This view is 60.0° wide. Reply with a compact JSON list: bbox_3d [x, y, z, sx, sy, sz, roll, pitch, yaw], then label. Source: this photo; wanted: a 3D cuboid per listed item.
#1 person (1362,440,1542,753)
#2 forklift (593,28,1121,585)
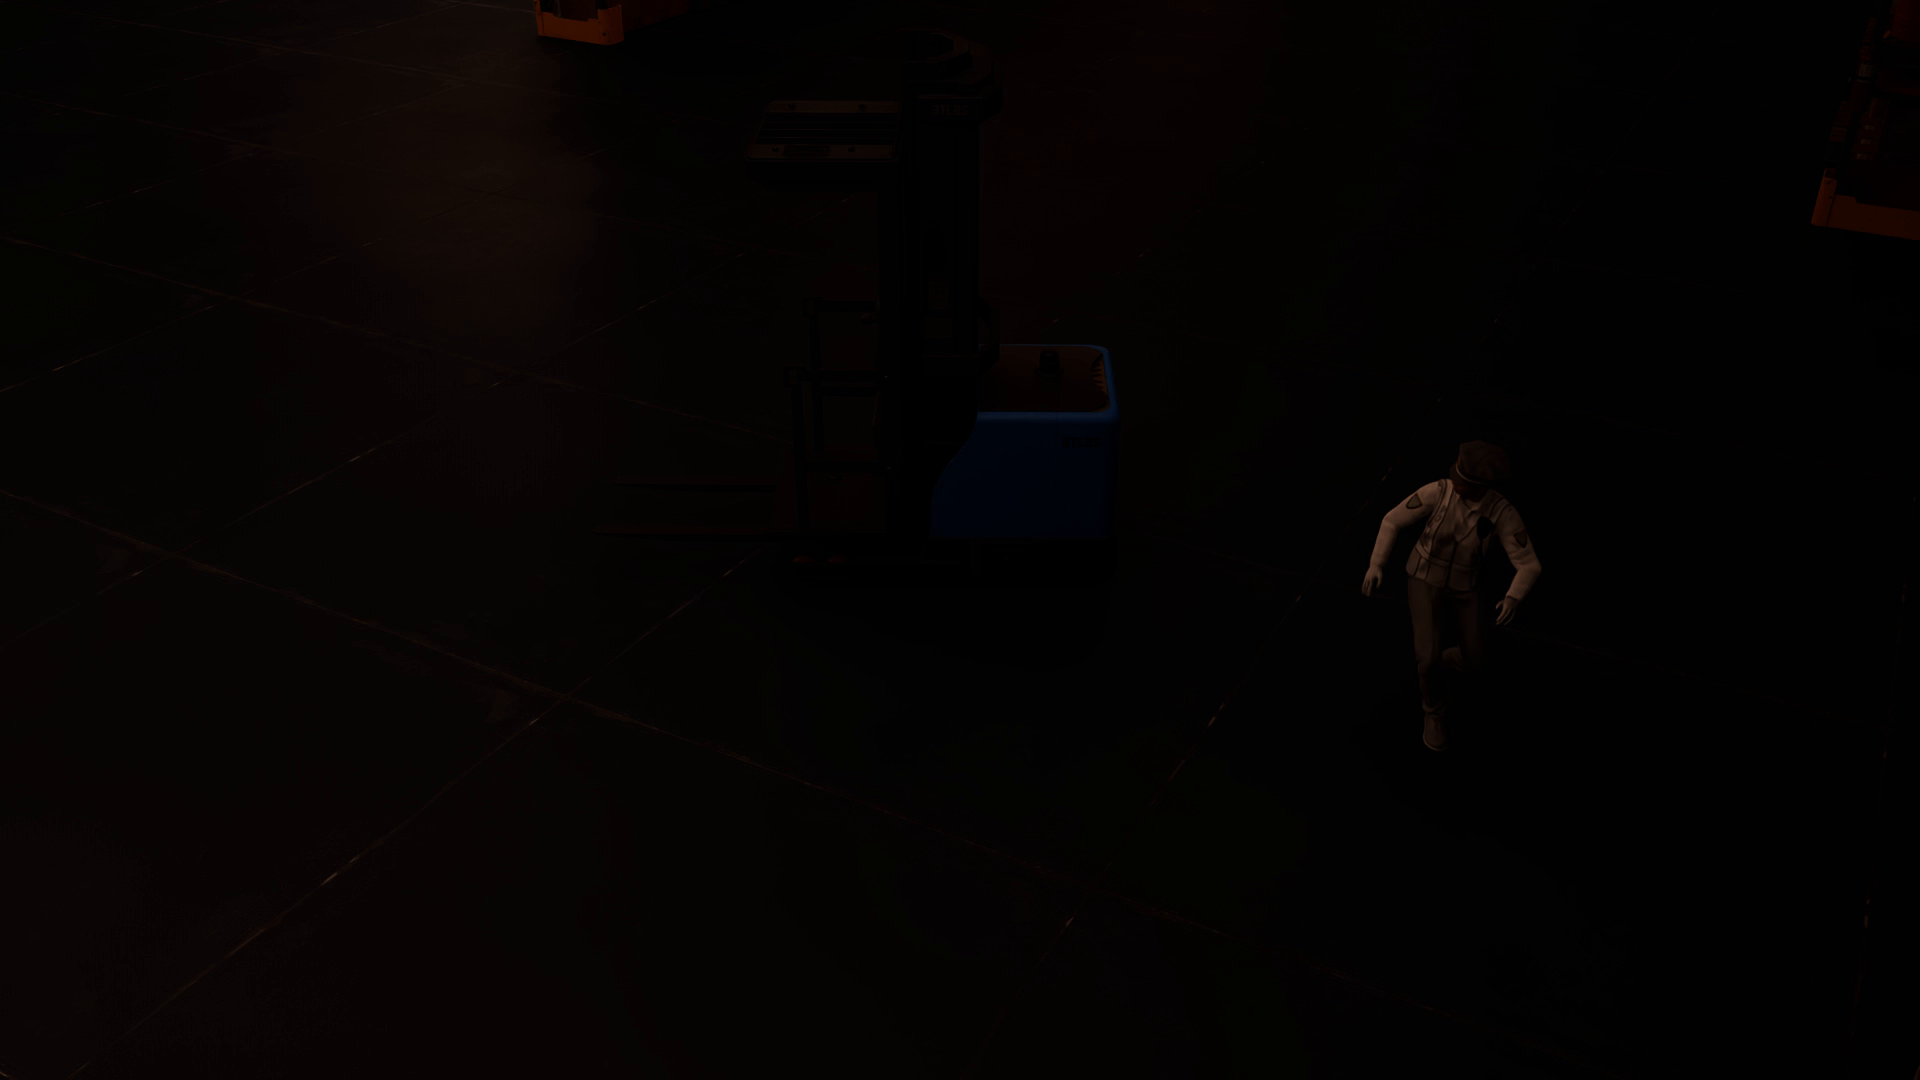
[{"bbox_3d":[2.333,0.269,7.980,0.795,1.561,0.752,4,30,7],"label":"person"},{"bbox_3d":[-0.610,-1.275,9.279,3.031,2.935,1.130,0,30,1],"label":"forklift"}]
